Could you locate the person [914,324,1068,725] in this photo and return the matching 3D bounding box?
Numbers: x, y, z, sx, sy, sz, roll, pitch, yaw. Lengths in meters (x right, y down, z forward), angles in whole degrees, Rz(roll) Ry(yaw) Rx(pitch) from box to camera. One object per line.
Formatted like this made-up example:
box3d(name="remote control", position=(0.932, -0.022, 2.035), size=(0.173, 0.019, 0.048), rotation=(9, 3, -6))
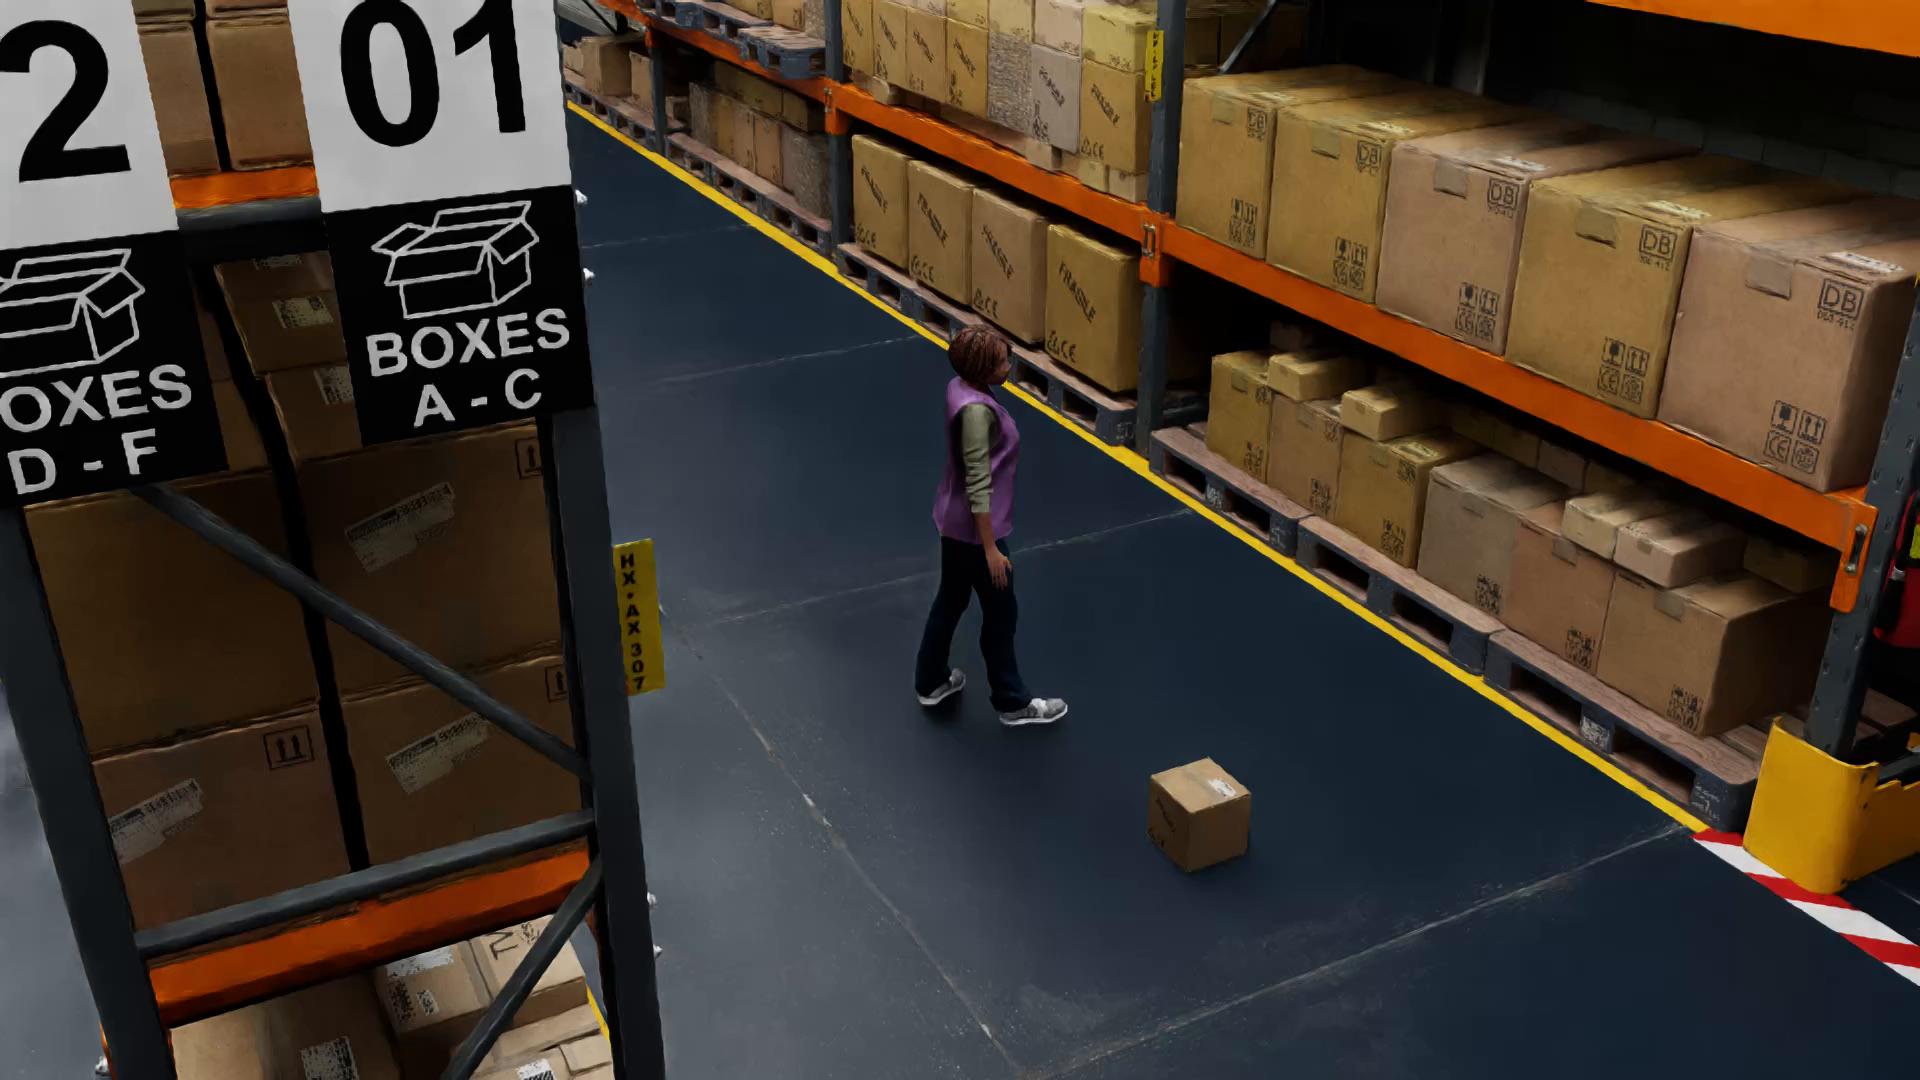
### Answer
box3d(name="person", position=(0.122, 0.010, 6.174), size=(0.572, 1.489, 0.604), rotation=(-5, 26, -10))
